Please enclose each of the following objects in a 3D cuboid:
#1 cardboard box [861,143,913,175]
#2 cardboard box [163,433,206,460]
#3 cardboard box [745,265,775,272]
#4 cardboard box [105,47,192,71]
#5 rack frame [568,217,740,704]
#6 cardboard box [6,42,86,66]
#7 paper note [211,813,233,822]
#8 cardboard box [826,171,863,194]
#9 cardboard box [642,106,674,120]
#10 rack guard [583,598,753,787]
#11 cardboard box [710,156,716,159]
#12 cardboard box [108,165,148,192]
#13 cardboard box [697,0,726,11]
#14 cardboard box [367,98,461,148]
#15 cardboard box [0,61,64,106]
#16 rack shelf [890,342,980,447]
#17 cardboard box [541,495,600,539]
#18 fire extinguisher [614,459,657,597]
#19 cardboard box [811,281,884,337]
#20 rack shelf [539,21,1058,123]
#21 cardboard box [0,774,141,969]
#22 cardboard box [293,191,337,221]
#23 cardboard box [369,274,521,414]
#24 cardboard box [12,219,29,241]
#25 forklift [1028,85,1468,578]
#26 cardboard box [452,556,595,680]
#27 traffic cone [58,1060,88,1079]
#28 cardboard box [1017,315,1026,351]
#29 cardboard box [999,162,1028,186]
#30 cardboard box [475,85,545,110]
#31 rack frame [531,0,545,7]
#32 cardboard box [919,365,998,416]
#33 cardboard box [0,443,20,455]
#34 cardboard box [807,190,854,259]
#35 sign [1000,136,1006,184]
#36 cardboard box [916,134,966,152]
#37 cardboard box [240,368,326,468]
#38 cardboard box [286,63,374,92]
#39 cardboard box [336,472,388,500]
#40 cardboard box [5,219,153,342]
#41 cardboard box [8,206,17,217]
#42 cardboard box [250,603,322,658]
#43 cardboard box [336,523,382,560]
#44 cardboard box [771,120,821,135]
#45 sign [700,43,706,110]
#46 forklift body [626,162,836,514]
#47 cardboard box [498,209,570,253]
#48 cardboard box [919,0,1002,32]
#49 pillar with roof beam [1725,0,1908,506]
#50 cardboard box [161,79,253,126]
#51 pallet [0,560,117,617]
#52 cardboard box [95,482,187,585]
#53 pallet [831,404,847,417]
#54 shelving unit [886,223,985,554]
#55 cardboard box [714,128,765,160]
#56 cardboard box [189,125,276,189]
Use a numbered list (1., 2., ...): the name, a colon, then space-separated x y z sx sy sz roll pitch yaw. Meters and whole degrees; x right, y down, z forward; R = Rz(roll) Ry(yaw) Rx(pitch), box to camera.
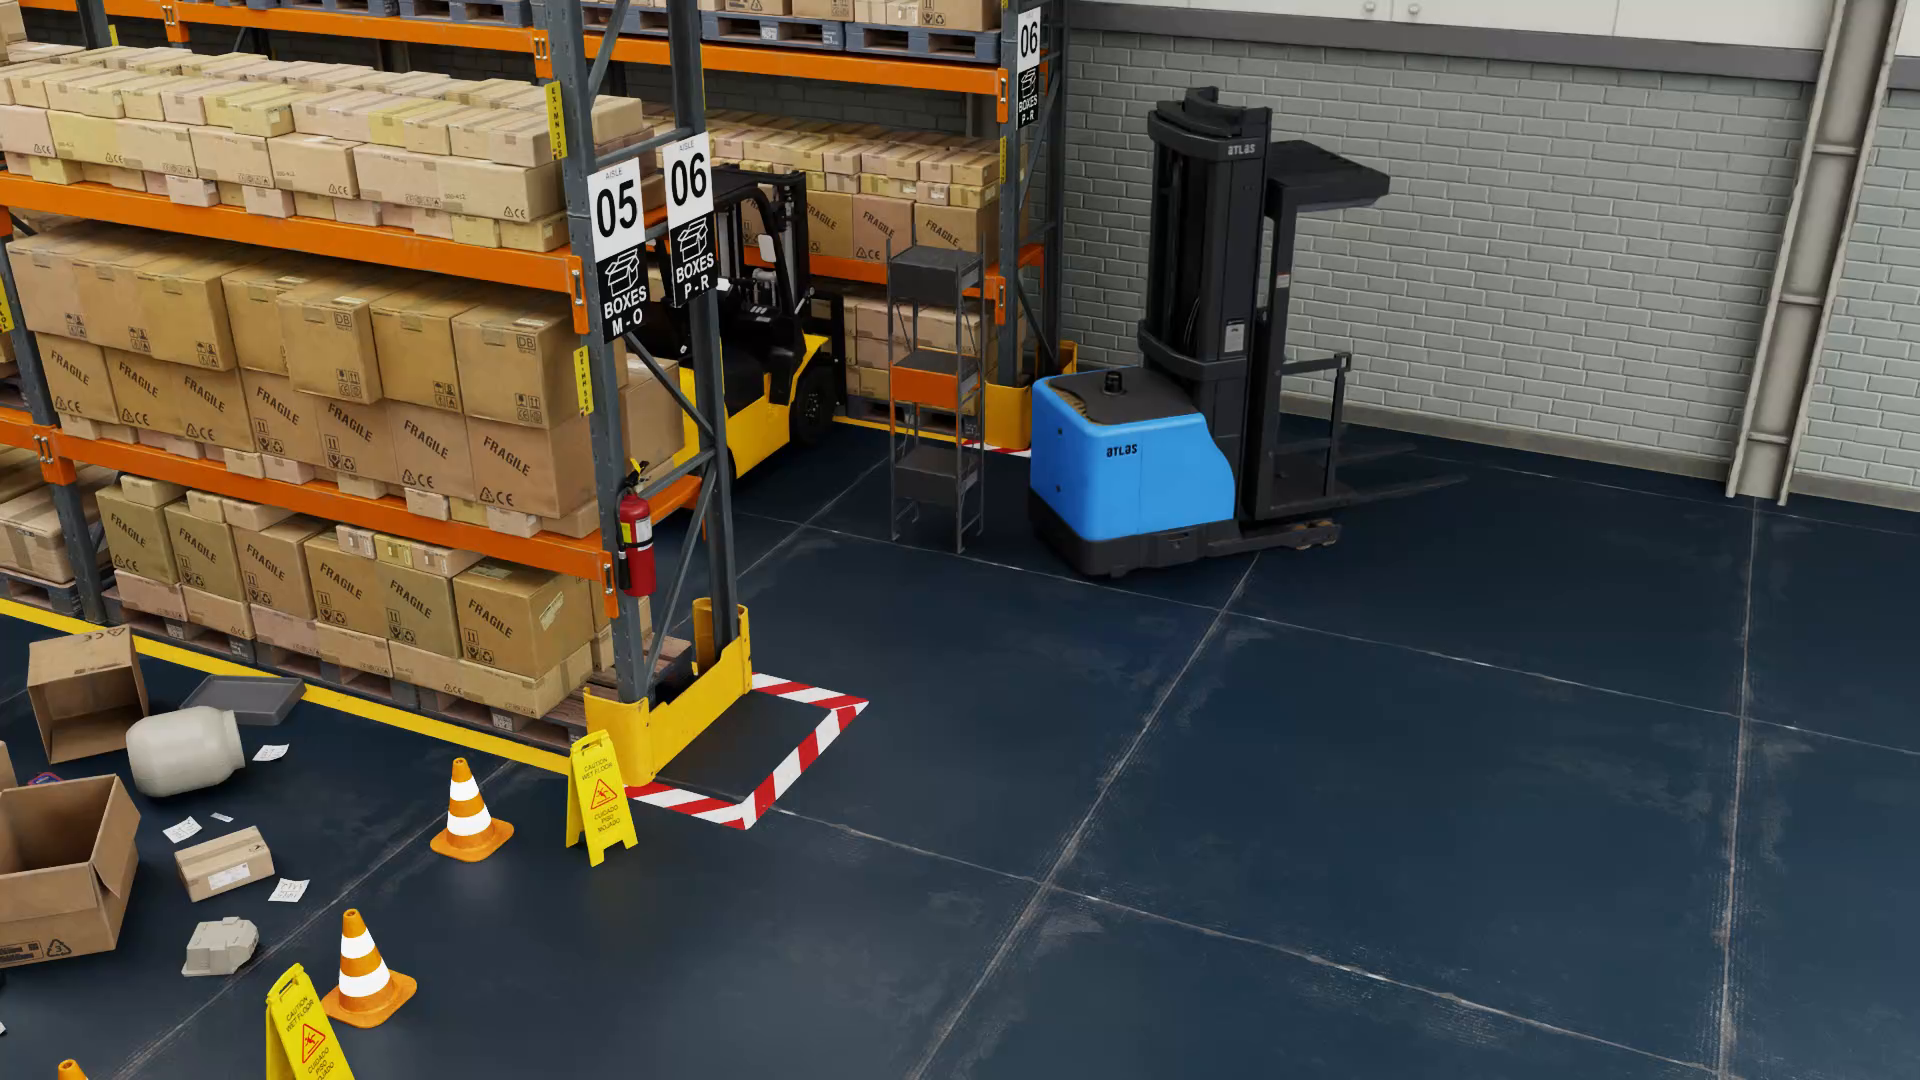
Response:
1. cardboard box: -0.551 -2.888 12.606 0.250 0.149 0.380 12 28 22
2. cardboard box: -4.277 -0.608 9.443 0.250 0.149 0.380 12 29 23
3. cardboard box: -1.646 -2.231 13.962 0.500 0.250 0.500 12 28 22
4. cardboard box: -4.500 -2.632 9.256 0.250 0.149 0.380 11 28 21
5. rack frame: -1.506 -0.297 8.527 0.127 3.000 1.000 11 28 22
6. cardboard box: -5.513 -2.763 9.834 0.500 0.250 0.500 11 28 20
7. paper note: -3.749 1.409 8.446 0.123 0.001 0.032 11 28 22
8. cardboard box: -0.826 -2.767 12.695 0.250 0.149 0.380 10 28 20
9. cardboard box: -2.469 -3.495 13.837 0.250 0.149 0.380 11 28 20
10. rack guard: -1.575 0.811 9.107 0.348 0.500 1.175 11 28 22
11. cardboard box: -1.998 -2.990 13.149 0.250 0.149 0.380 11 28 21
12. cardboard box: -4.267 -1.973 8.819 0.250 0.149 0.380 12 29 23
13. cardboard box: -1.871 -4.150 12.520 0.258 0.266 0.396 11 28 21
14. cardboard box: -2.604 -2.000 7.971 0.250 0.149 0.380 12 28 22
15. cardboard box: -4.996 -2.430 8.845 0.250 0.149 0.380 11 28 21
16. rack shelf: -0.151 -0.960 10.923 0.480 0.518 0.431 11 28 22
17. cardboard box: -1.935 -0.166 8.546 0.250 0.149 0.380 12 29 24
18. fire extinguisher: -1.593 -0.056 8.125 0.183 0.674 0.296 11 28 22
19. cardboard box: -0.934 -1.835 13.156 0.500 0.250 0.500 12 29 22
20. rack shelf: -1.275 -3.682 12.821 4.000 0.370 1.077 11 28 22
21. cardboard box: -4.153 1.520 7.663 0.637 0.503 0.797 -7 27 -14
22. cardboard box: -3.101 -1.728 8.322 0.250 0.149 0.380 11 28 20
23. cardboard box: -2.519 -1.025 8.424 0.500 0.500 0.700 12 29 22
24. cardboard box: -5.912 -1.687 10.425 0.500 0.500 0.500 11 28 22
25. forklift: 2.041 -1.457 10.960 3.031 2.935 1.130 -9 28 -18
26. cardboard box: -2.343 0.370 8.960 0.500 0.500 0.500 12 28 22
27. traffic cone: -3.359 2.182 6.364 0.334 0.463 0.336 11 28 22
28. cardboard box: 0.203 -1.642 13.330 0.500 0.250 0.500 12 29 23
29. cardboard box: 0.344 -2.796 12.754 0.250 0.149 0.380 11 28 21
30. cardboard box: -2.183 -2.145 8.266 0.250 0.149 0.380 11 28 22
31. rack frame: -3.096 -5.716 12.742 0.127 3.000 1.000 11 28 22
32. cardboard box: -0.013 -1.207 13.013 0.500 0.250 0.500 12 28 22
33. cardboard box: -6.915 -0.389 11.214 0.625 0.372 0.950 12 29 23
34. cardboard box: -0.947 -2.515 12.918 0.500 0.500 0.500 11 28 21
35. sign: 0.308 -2.703 11.836 0.005 0.325 0.100 11 28 22
36. cardboard box: -0.143 -3.014 12.861 0.250 0.149 0.380 12 29 23
37. cardboard box: -3.476 -0.750 8.997 0.500 0.500 0.500 12 29 22
38. cardboard box: -3.317 -2.404 8.792 0.250 0.149 0.380 12 29 22
39. cardboard box: -3.128 -0.372 8.964 0.250 0.149 0.380 11 28 21
40. cardboard box: -4.836 -1.487 9.363 0.500 0.500 0.700 11 28 21
41. cardboard box: -9.542 -3.282 16.945 0.500 0.500 0.500 11 28 21
42. cardboard box: -3.747 0.422 9.703 0.500 0.250 0.500 11 28 21
43. cardboard box: -3.172 -0.057 9.094 0.250 0.149 0.380 13 29 24
44. cardboard box: -1.310 -3.251 13.343 0.250 0.149 0.380 12 29 23
45. sign: -1.282 -2.253 8.114 0.005 0.325 0.100 11 28 22
46. forklift body: -1.936 -1.526 11.984 1.214 2.155 2.313 11 28 22
47. cardboard box: -1.947 -1.483 7.824 0.250 0.149 0.380 11 28 22
48. cardboard box: 0.041 -3.900 11.748 0.500 0.500 0.500 12 29 23
49. pillar with roof beam: 3.964 -2.646 6.507 0.400 9.000 9.100 11 28 22
50. cardboard box: -3.787 -2.214 8.406 0.250 0.149 0.380 11 28 21
51. pallet: -5.857 0.081 10.916 1.213 0.211 1.003 11 28 22
52. cardboard box: -4.722 -0.103 9.921 0.500 0.500 0.500 13 29 24
53. pallet: -1.275 -1.389 13.902 1.213 0.211 1.003 11 28 22
54. shelving unit: -0.151 -0.972 10.917 0.503 2.100 0.431 11 28 22
55. cardboard box: -1.723 -3.113 13.062 0.250 0.149 0.380 11 28 22
56. cardboard box: -3.476 -1.971 8.364 0.500 0.250 0.500 12 29 22
